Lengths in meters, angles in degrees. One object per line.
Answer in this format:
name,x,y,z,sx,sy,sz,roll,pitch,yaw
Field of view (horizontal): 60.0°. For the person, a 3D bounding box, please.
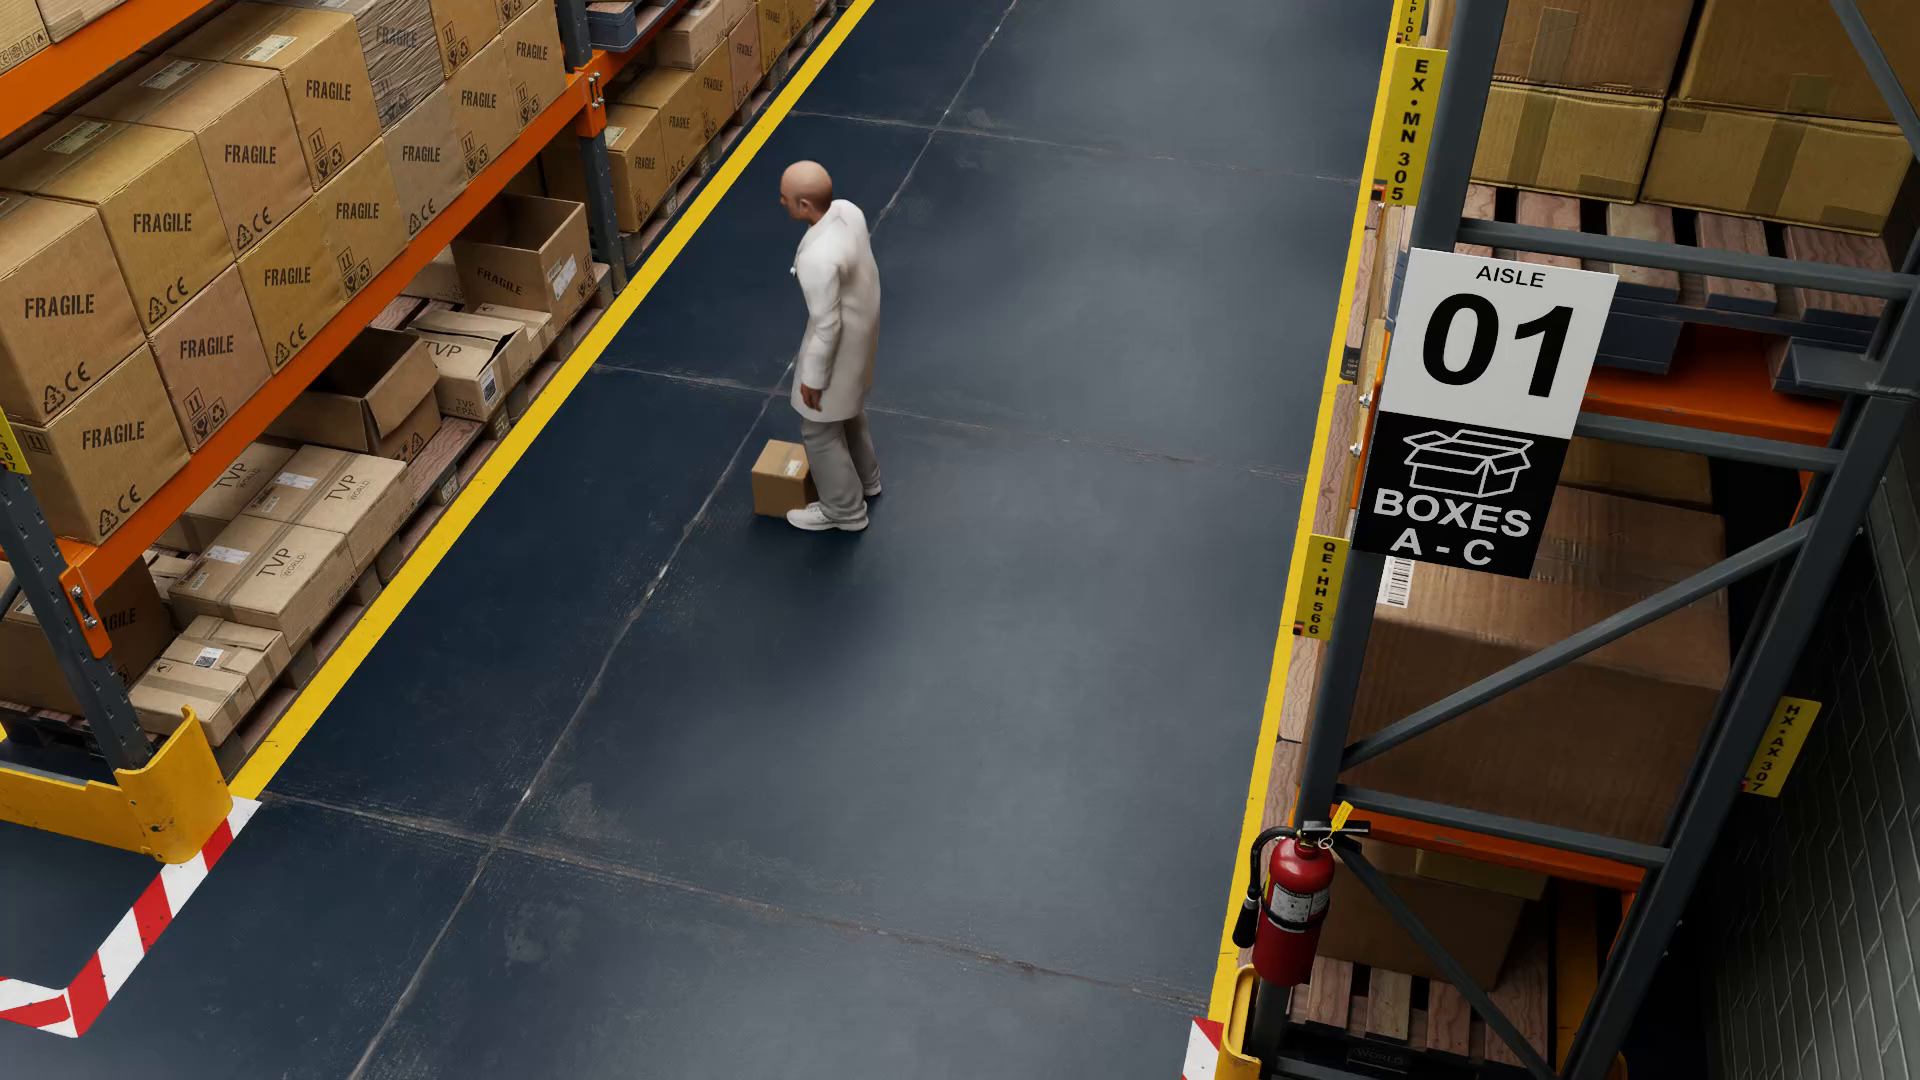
person,-0.553,-0.817,7.128,0.428,1.772,0.641,8,41,10
